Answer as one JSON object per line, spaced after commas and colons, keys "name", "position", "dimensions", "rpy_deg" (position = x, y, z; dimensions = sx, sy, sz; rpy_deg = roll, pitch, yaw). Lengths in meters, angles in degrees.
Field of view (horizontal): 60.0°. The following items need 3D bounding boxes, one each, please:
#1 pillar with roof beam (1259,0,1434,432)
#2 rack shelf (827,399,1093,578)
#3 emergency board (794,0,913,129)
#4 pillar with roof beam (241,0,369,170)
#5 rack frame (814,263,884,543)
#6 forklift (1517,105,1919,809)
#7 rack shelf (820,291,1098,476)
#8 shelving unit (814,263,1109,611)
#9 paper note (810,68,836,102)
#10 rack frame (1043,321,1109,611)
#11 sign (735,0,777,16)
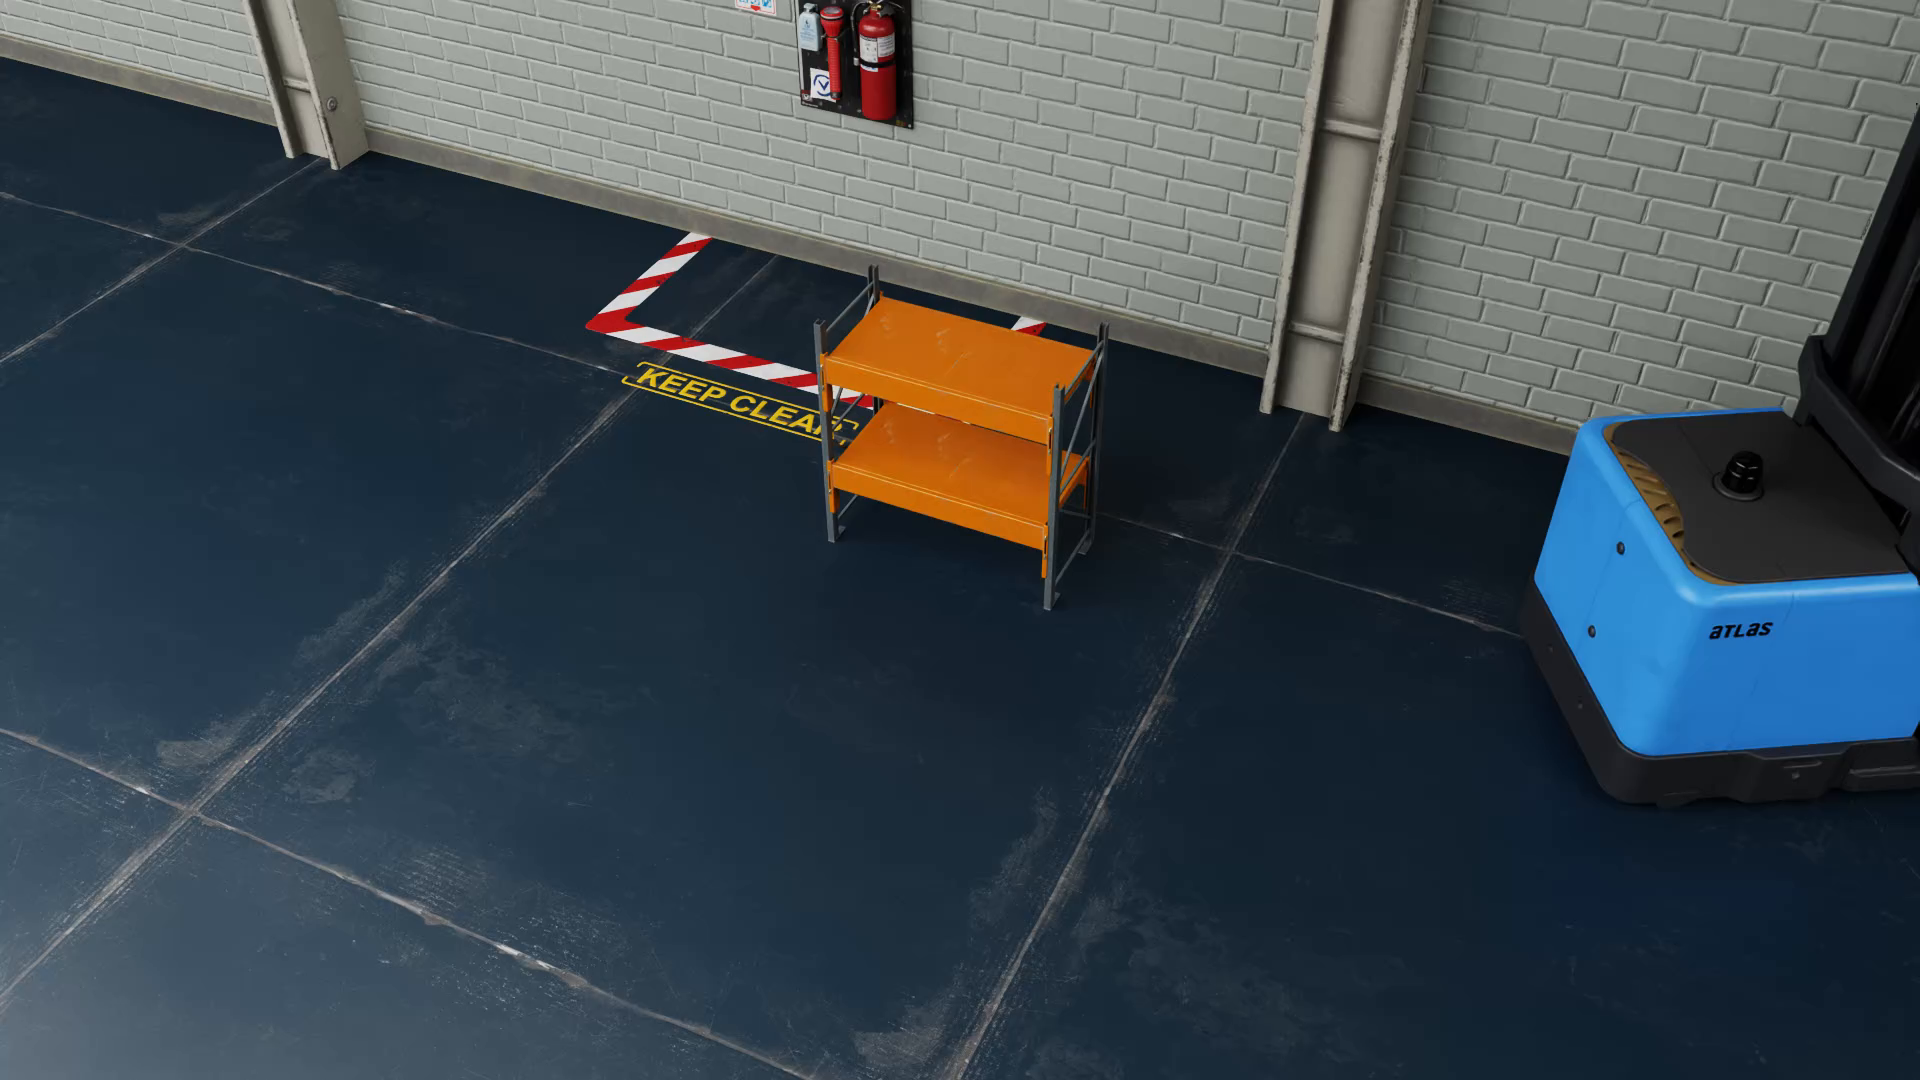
{"name": "pillar with roof beam", "position": [-0.143, -1.499, 2.109], "dimensions": [0.400, 9.000, 9.100], "rpy_deg": [17, 44, 19]}
{"name": "rack shelf", "position": [0.006, -0.238, 7.040], "dimensions": [1.000, 0.278, 0.538], "rpy_deg": [17, 44, 19]}
{"name": "emergency board", "position": [-0.547, -2.494, 7.837], "dimensions": [0.643, 1.169, 0.194], "rpy_deg": [17, 44, 19]}
{"name": "pillar with roof beam", "position": [-5.581, -3.160, 4.026], "dimensions": [0.400, 9.000, 9.100], "rpy_deg": [17, 44, 19]}
{"name": "rack frame", "position": [-0.455, -0.564, 7.042], "dimensions": [0.032, 1.125, 0.500], "rpy_deg": [17, 44, 19]}
{"name": "forklift", "position": [3.812, -0.529, 5.623], "dimensions": [3.031, 2.935, 1.130], "rpy_deg": [-4, 41, -4]}
{"name": "rack shelf", "position": [0.006, -0.644, 6.688], "dimensions": [1.000, 0.278, 0.538], "rpy_deg": [17, 44, 19]}
{"name": "shelving unit", "position": [0.006, -0.423, 6.879], "dimensions": [1.048, 1.125, 0.538], "rpy_deg": [17, 44, 19]}
{"name": "paper note", "position": [-0.678, -2.251, 8.230], "dimensions": [0.142, 0.148, 0.016], "rpy_deg": [17, 44, 19]}
{"name": "rack frame", "position": [0.467, -0.282, 6.717], "dimensions": [0.032, 1.125, 0.500], "rpy_deg": [17, 44, 19]}
{"name": "sign", "position": [-1.004, -2.722, 8.073], "dimensions": [0.234, 0.329, 0.001], "rpy_deg": [17, 44, 19]}
